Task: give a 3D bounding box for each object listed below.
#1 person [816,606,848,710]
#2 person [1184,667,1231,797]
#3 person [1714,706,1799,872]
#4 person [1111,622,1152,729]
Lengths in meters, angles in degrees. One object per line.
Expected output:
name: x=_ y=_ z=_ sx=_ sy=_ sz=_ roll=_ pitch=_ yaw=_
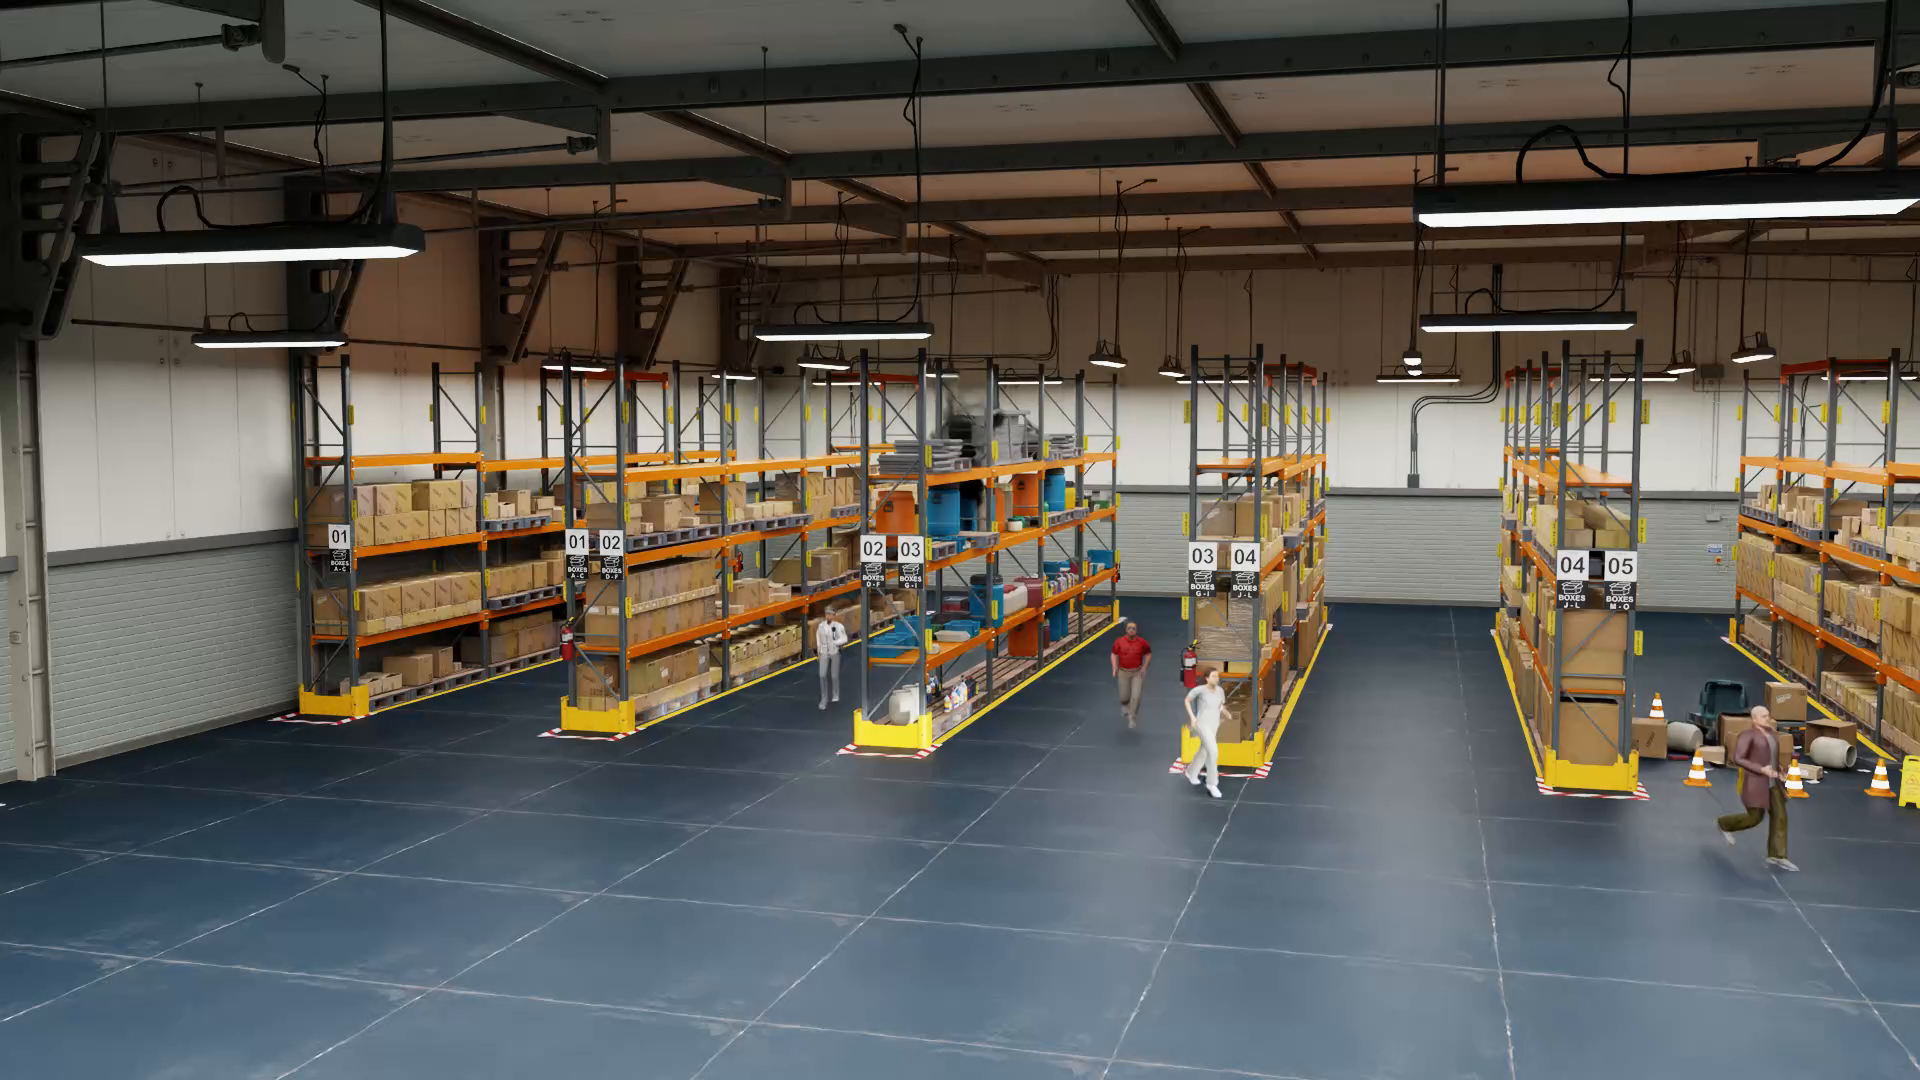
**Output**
person: x=-2.193 y=1.968 z=28.275 sx=0.600 sy=1.723 sz=0.744 roll=1 pitch=4 yaw=7
person: x=3.272 y=2.517 z=22.134 sx=0.507 sy=1.697 sz=0.848 roll=-3 pitch=5 yaw=-35
person: x=8.947 y=2.737 z=18.612 sx=0.719 sy=1.773 sz=1.021 roll=-2 pitch=5 yaw=-24
person: x=2.723 y=2.123 z=26.448 sx=0.650 sy=1.678 sz=0.652 roll=0 pitch=4 yaw=5
